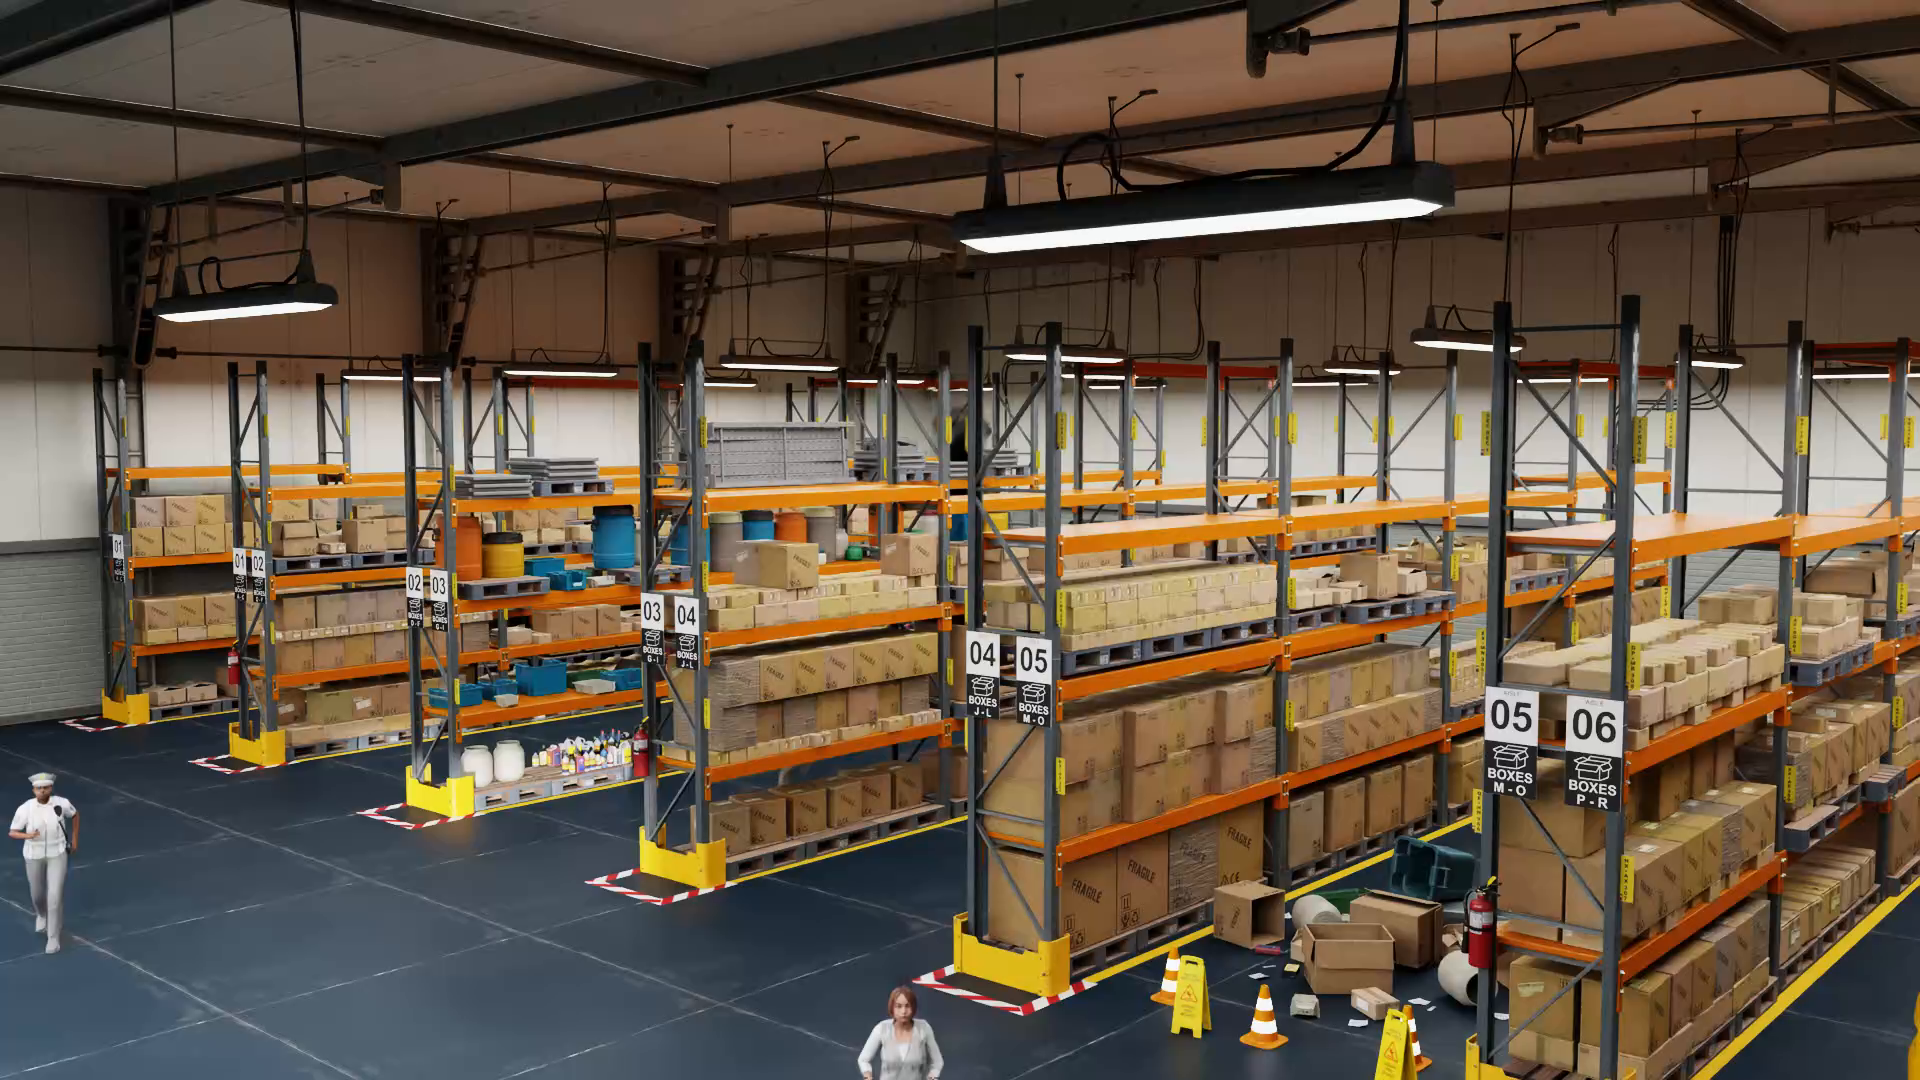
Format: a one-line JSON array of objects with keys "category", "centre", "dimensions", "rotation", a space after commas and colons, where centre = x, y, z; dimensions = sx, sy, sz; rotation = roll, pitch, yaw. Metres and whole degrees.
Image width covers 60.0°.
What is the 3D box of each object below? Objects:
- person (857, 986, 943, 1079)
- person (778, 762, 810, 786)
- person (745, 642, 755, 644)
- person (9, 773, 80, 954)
[{"category": "person", "centre": [-0.381, 3.612, 10.635], "dimensions": [0.547, 1.562, 0.593], "rotation": [0, 4, -4]}, {"category": "person", "centre": [-2.310, 2.660, 22.913], "dimensions": [0.642, 1.724, 1.029], "rotation": [3, 5, 33]}, {"category": "person", "centre": [-3.738, 2.301, 28.373], "dimensions": [0.718, 1.542, 0.833], "rotation": [3, 5, 32]}, {"category": "person", "centre": [-8.938, 3.103, 16.254], "dimensions": [0.604, 1.697, 0.856], "rotation": [-2, 5, -27]}]
